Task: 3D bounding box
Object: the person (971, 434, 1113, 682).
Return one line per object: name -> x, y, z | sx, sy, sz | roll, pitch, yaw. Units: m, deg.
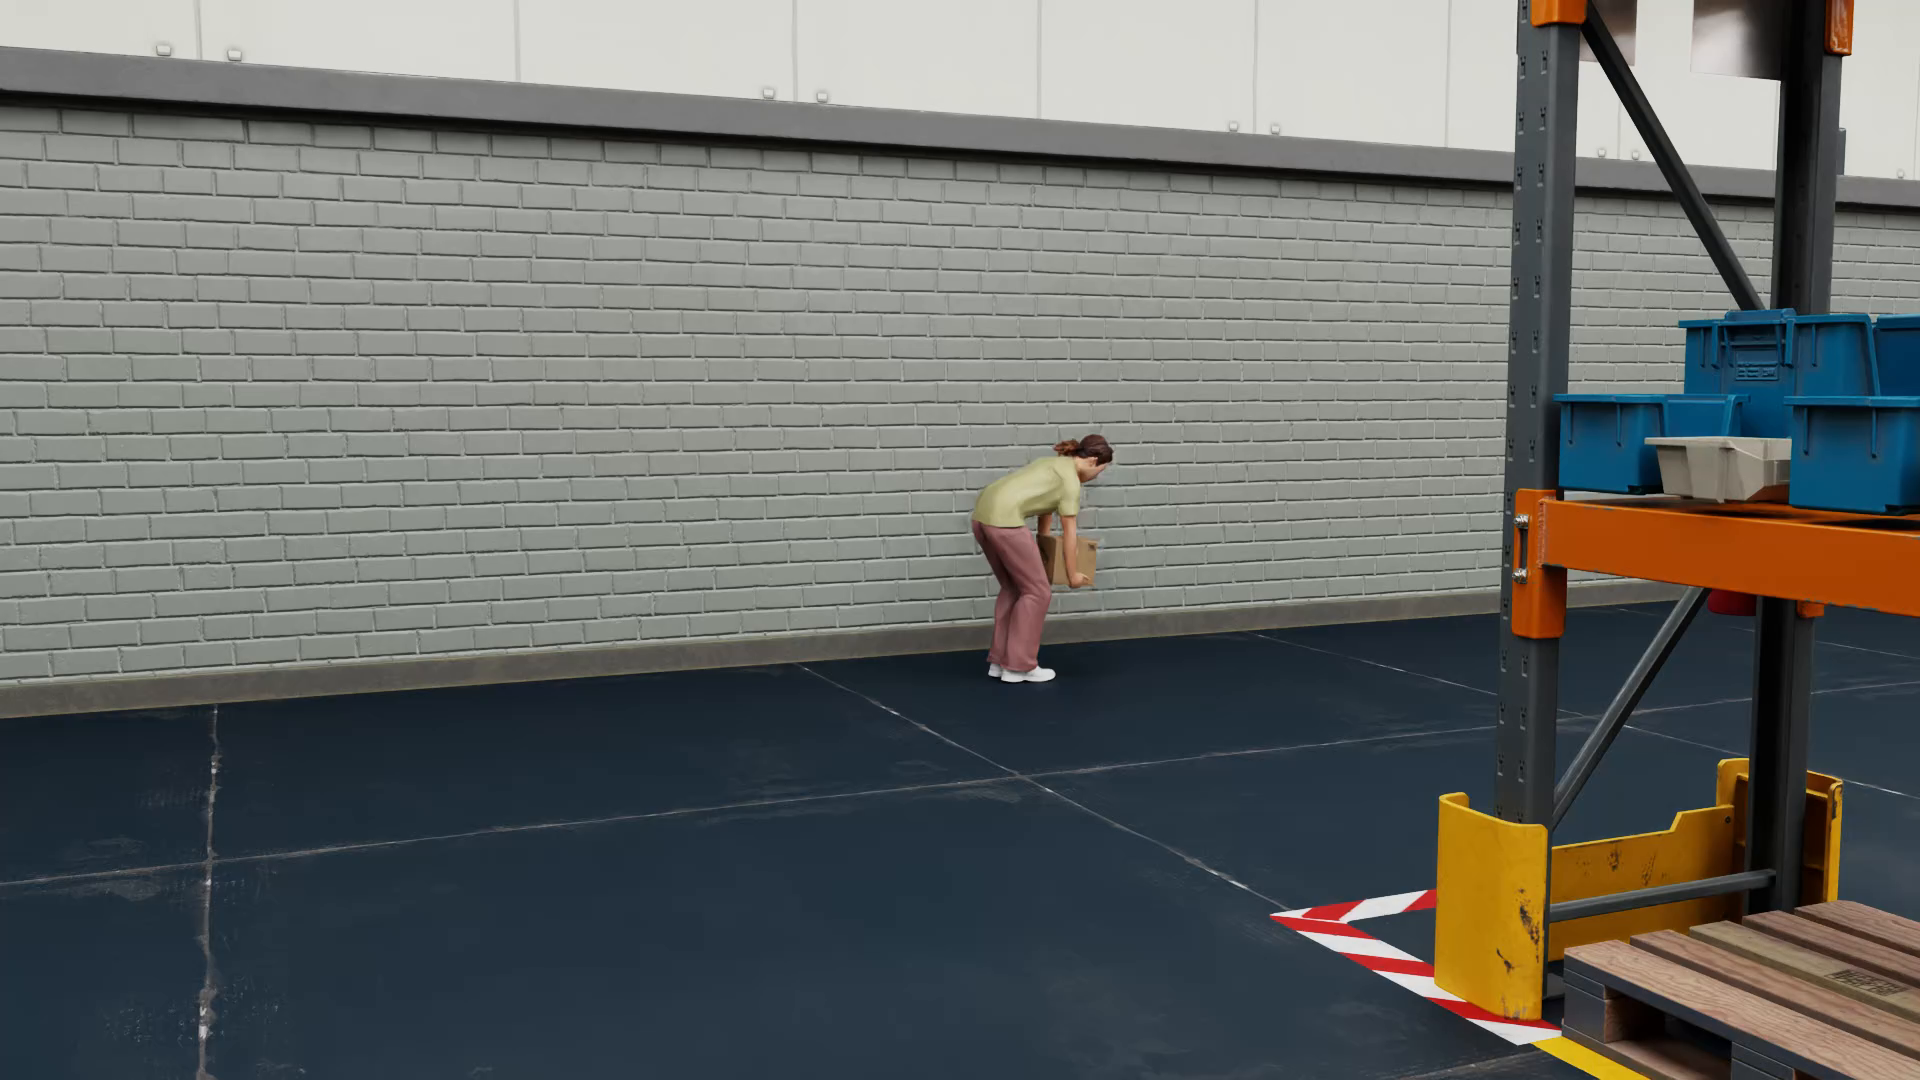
person -> 0.457, 0.091, 8.958 | 0.813, 1.310, 0.398 | -3, 6, -25
